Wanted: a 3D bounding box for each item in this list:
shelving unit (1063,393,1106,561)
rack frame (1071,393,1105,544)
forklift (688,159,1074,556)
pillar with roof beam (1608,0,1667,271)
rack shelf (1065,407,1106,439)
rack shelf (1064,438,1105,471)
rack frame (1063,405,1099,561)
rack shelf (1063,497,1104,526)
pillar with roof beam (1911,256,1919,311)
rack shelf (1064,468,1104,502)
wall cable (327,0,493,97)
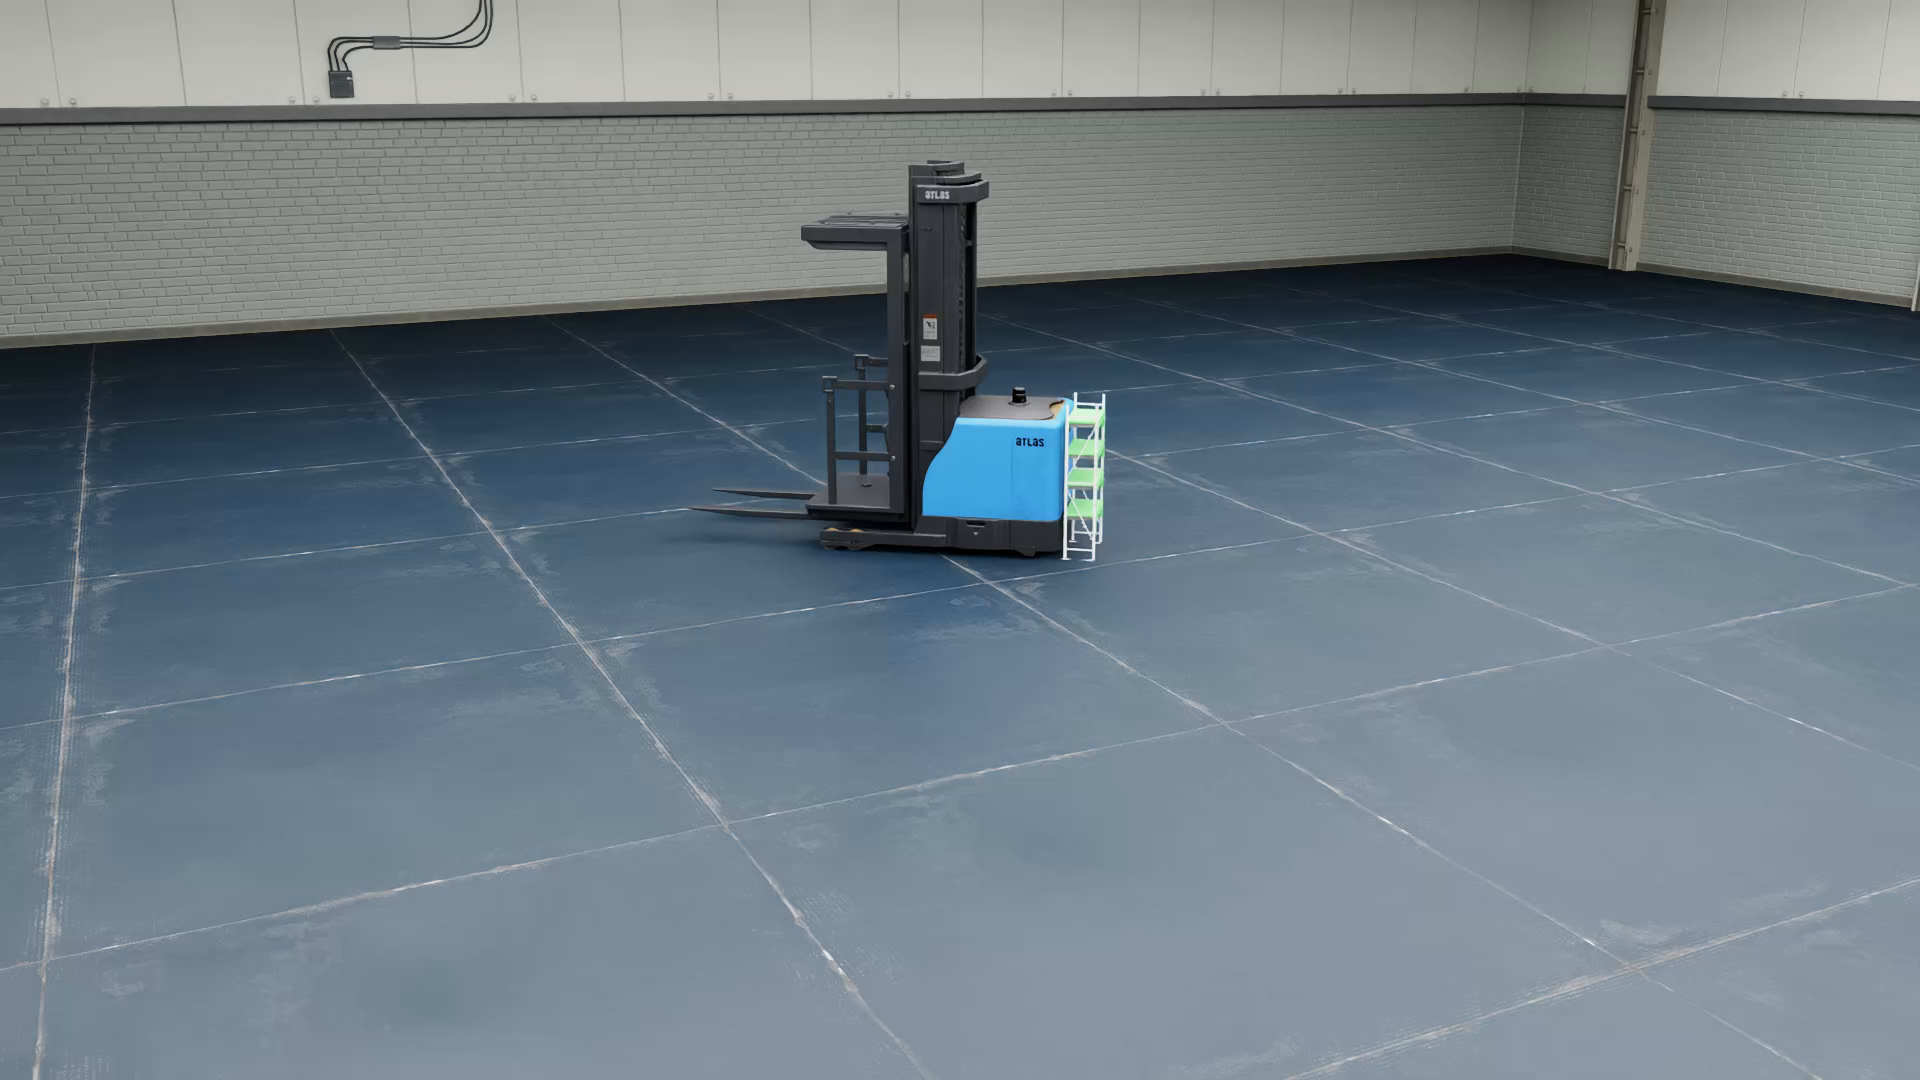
[{"bbox_3d":[0.957,-0.488,12.777,0.258,1.200,0.503,3,16,10],"label":"shelving unit"},{"bbox_3d":[1.003,-0.554,13.007,0.240,1.200,0.015,3,16,10],"label":"rack frame"},{"bbox_3d":[-0.636,-1.464,13.040,3.031,2.935,1.130,3,16,10],"label":"forklift"},{"bbox_3d":[8.322,-8.786,27.553,9.100,9.000,0.400,-8,18,-25],"label":"pillar with roof beam"},{"bbox_3d":[0.957,-0.888,12.662,0.258,0.148,0.480,3,16,10],"label":"rack shelf"},{"bbox_3d":[0.957,-0.658,12.728,0.258,0.148,0.480,3,16,10],"label":"rack shelf"},{"bbox_3d":[0.911,-0.422,12.546,0.240,1.200,0.015,3,16,10],"label":"rack frame"},{"bbox_3d":[0.957,-0.196,12.860,0.258,0.148,0.480,3,16,10],"label":"rack shelf"},{"bbox_3d":[10.951,-7.298,22.369,9.100,9.000,0.400,-8,18,-25],"label":"pillar with roof beam"},{"bbox_3d":[0.957,-0.427,12.794,0.258,0.148,0.480,3,16,10],"label":"rack shelf"},{"bbox_3d":[-7.685,-9.168,22.719,2.305,6.003,0.169,-8,18,-25],"label":"wall cable"}]
